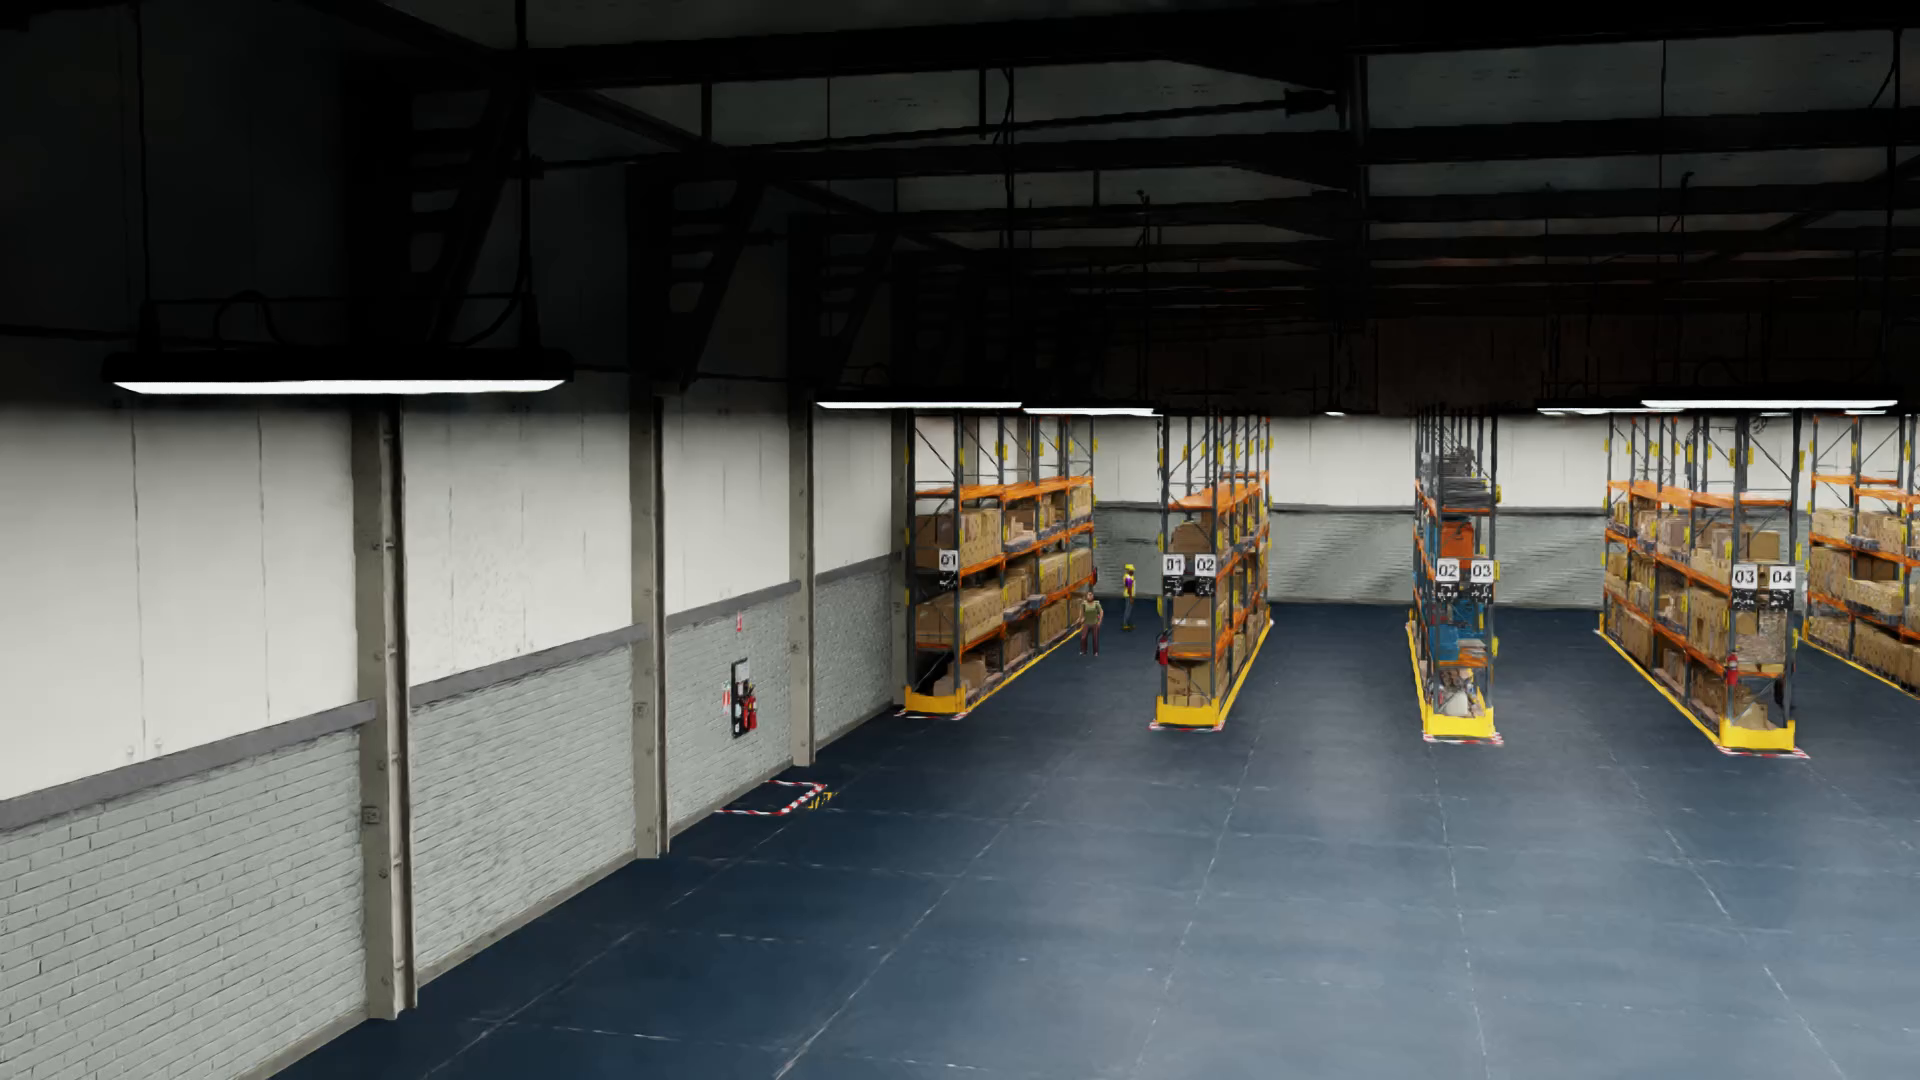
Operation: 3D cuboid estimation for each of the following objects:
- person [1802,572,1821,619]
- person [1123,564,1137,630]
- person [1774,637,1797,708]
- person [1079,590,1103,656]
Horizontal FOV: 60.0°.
[{"bbox_3d":[22.879,1.658,44.624,0.572,1.649,0.534,-3,5,-39],"label":"person"},{"bbox_3d":[4.624,1.535,45.216,0.389,1.759,0.669,0,4,3],"label":"person"},{"bbox_3d":[16.450,2.434,33.107,0.463,1.732,0.601,-1,4,-15],"label":"person"},{"bbox_3d":[3.153,2.002,40.103,0.598,1.619,0.507,1,4,12],"label":"person"}]
